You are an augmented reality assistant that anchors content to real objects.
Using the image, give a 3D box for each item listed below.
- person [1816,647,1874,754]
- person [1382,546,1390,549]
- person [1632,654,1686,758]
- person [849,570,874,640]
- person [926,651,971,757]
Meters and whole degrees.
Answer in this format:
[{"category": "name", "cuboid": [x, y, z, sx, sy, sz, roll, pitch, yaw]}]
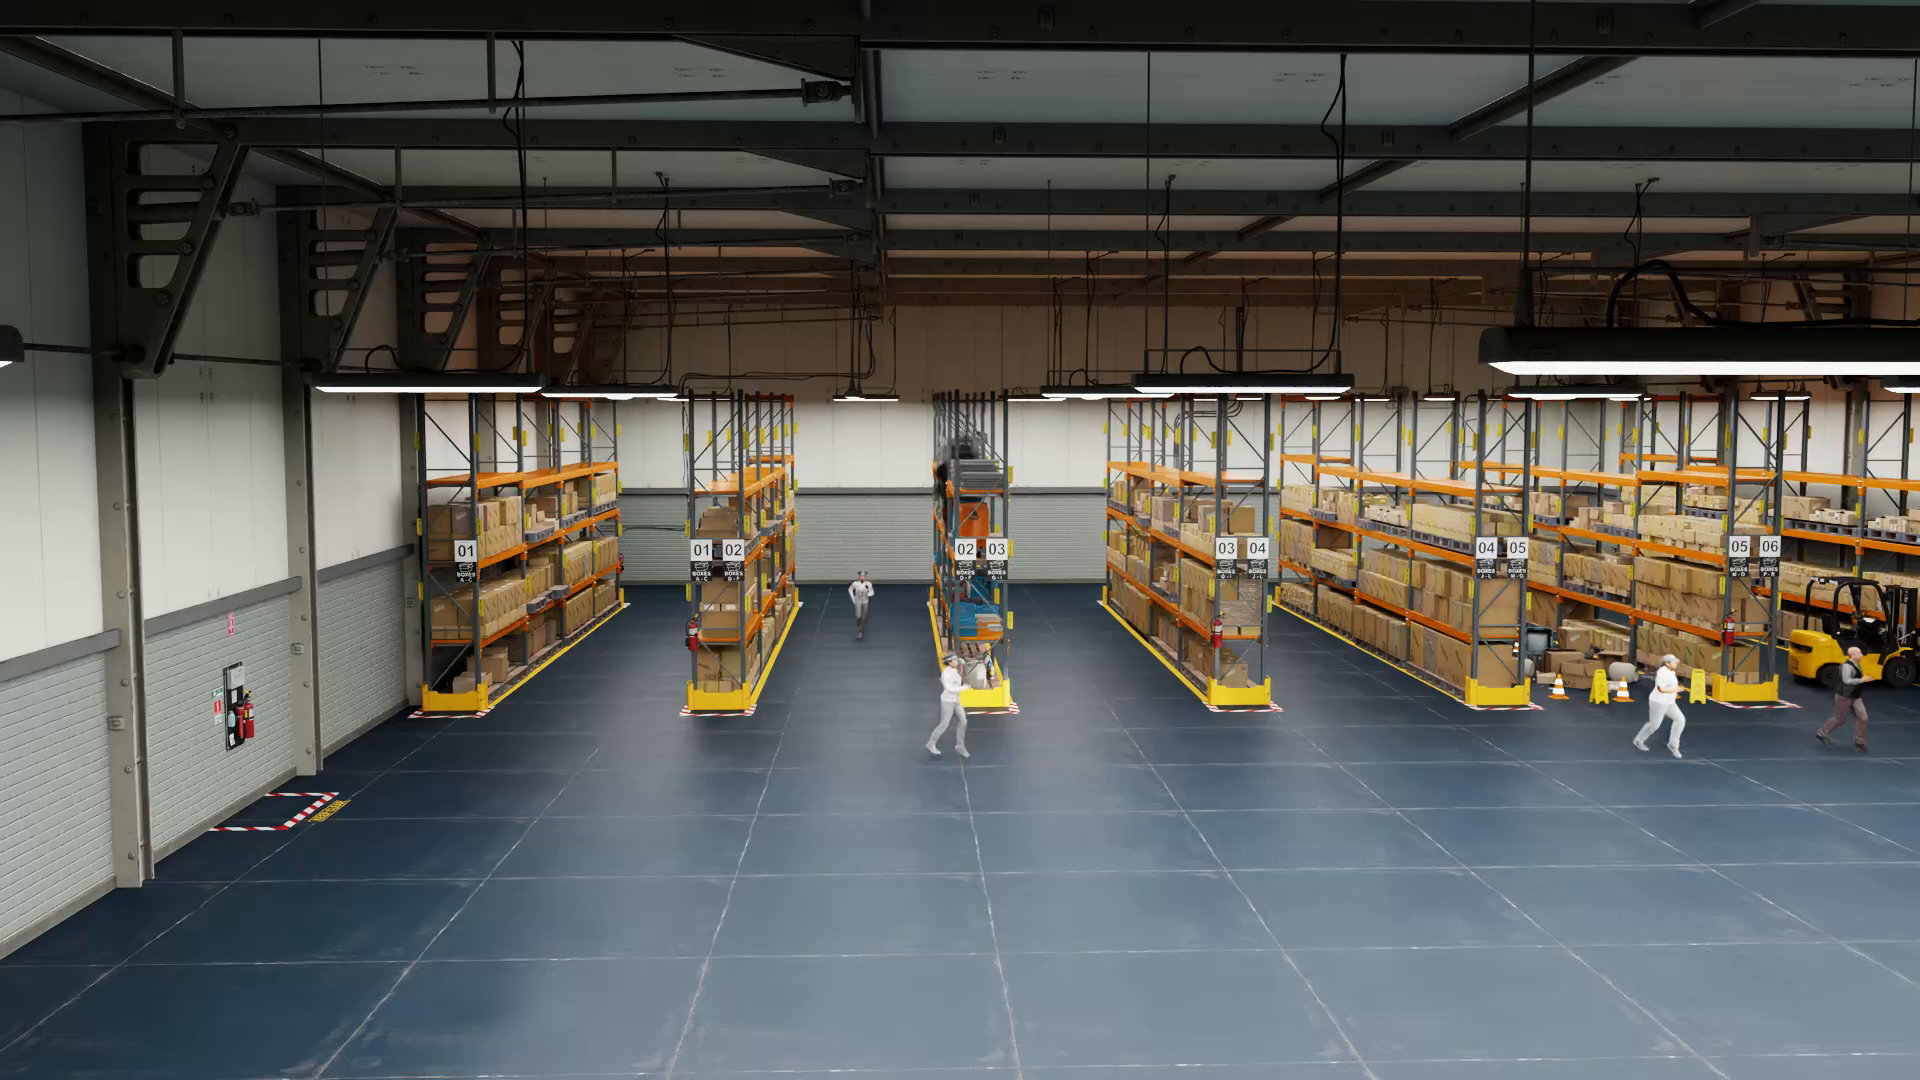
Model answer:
[{"category": "person", "cuboid": [14.606, 2.643, 27.443, 0.643, 1.801, 0.862, -4, 6, -39]}, {"category": "person", "cuboid": [11.786, 1.078, 45.949, 0.666, 1.840, 0.810, -2, 5, -23]}, {"category": "person", "cuboid": [11.428, 2.694, 27.152, 0.830, 1.706, 0.626, 4, 6, 43]}, {"category": "person", "cuboid": [-2.393, 1.576, 40.620, 0.599, 1.693, 0.724, -1, 5, -11]}, {"category": "person", "cuboid": [-0.177, 2.677, 27.007, 0.767, 1.753, 0.627, 1, 5, 18]}]
